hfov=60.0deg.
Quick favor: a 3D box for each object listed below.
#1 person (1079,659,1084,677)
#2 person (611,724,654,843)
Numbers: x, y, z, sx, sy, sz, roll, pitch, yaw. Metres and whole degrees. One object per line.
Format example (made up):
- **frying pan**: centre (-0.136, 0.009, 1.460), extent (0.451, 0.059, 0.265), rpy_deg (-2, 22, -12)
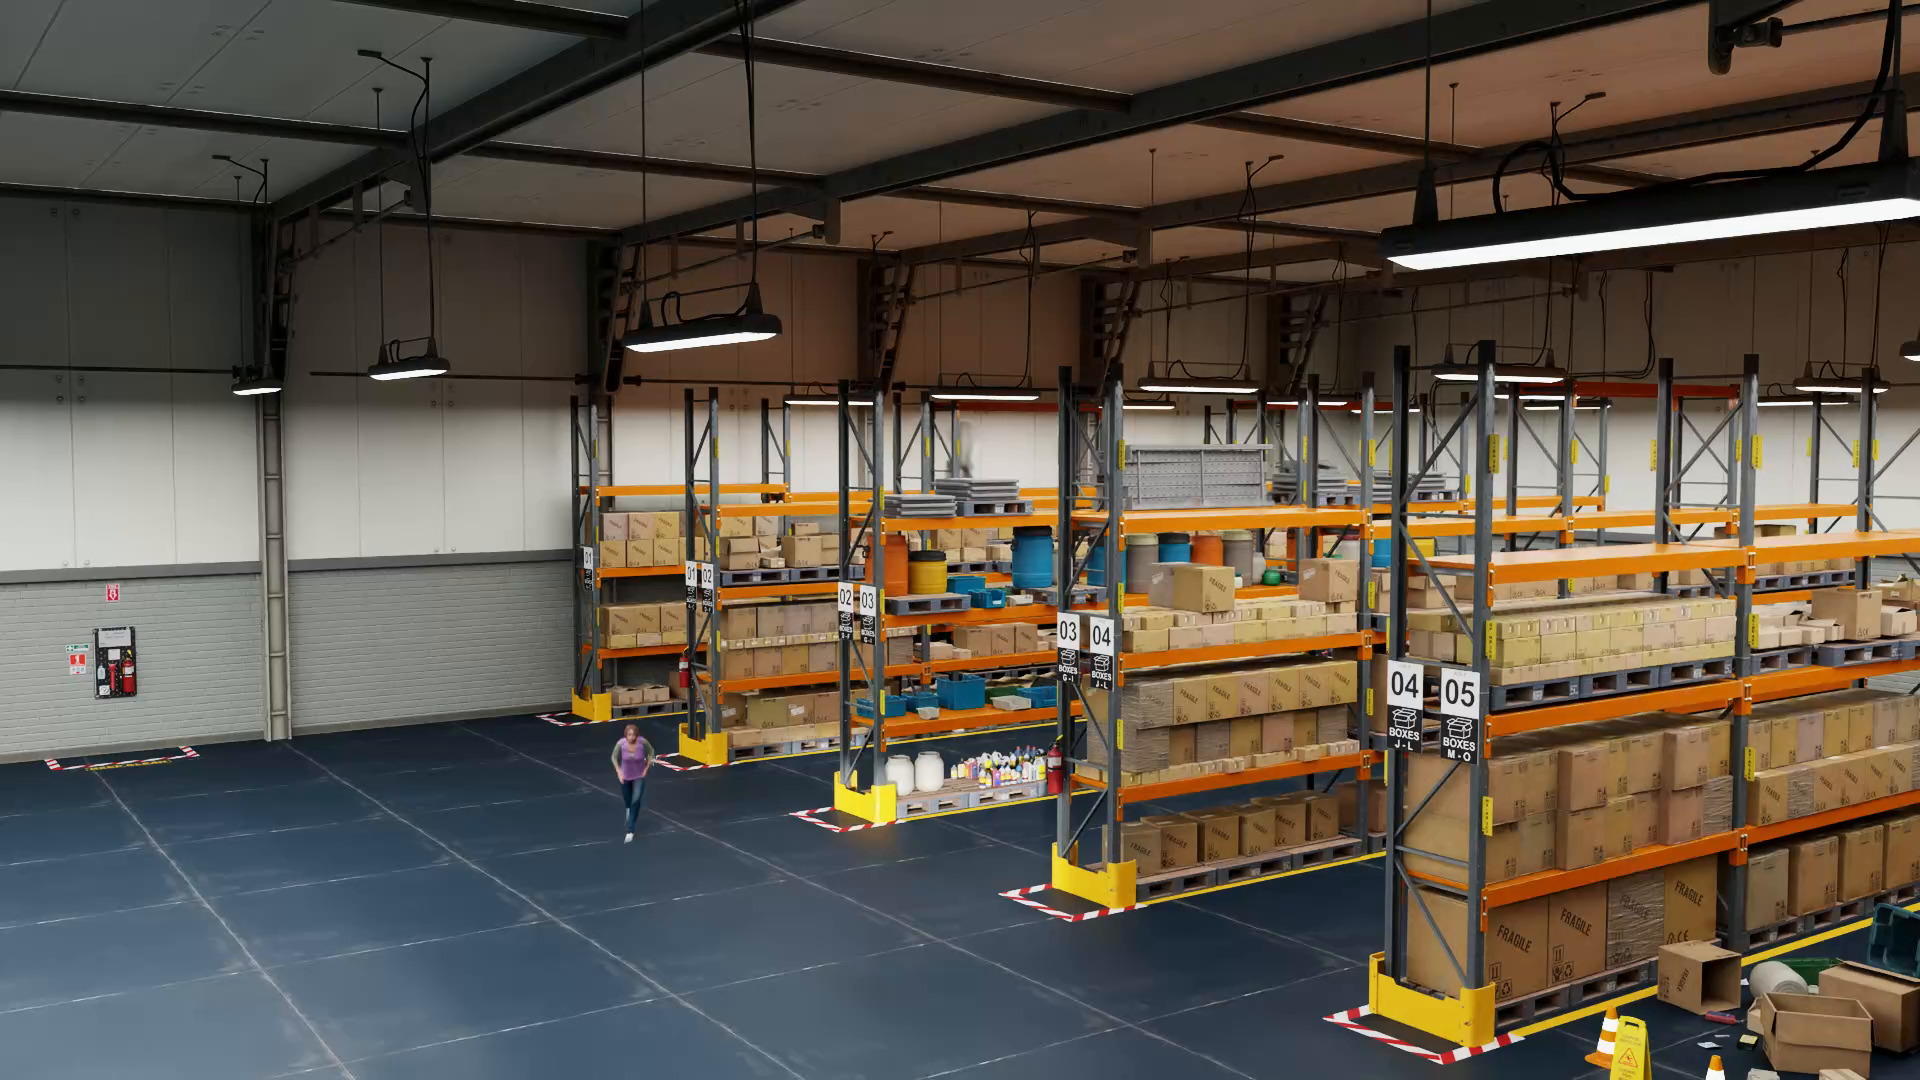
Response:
- **person**: centre (2.425, 2.313, 33.612), extent (0.867, 1.723, 0.711), rpy_deg (-2, 4, -35)
- **person**: centre (-4.269, 3.116, 21.686), extent (0.549, 1.548, 0.866), rpy_deg (-1, 4, -15)
